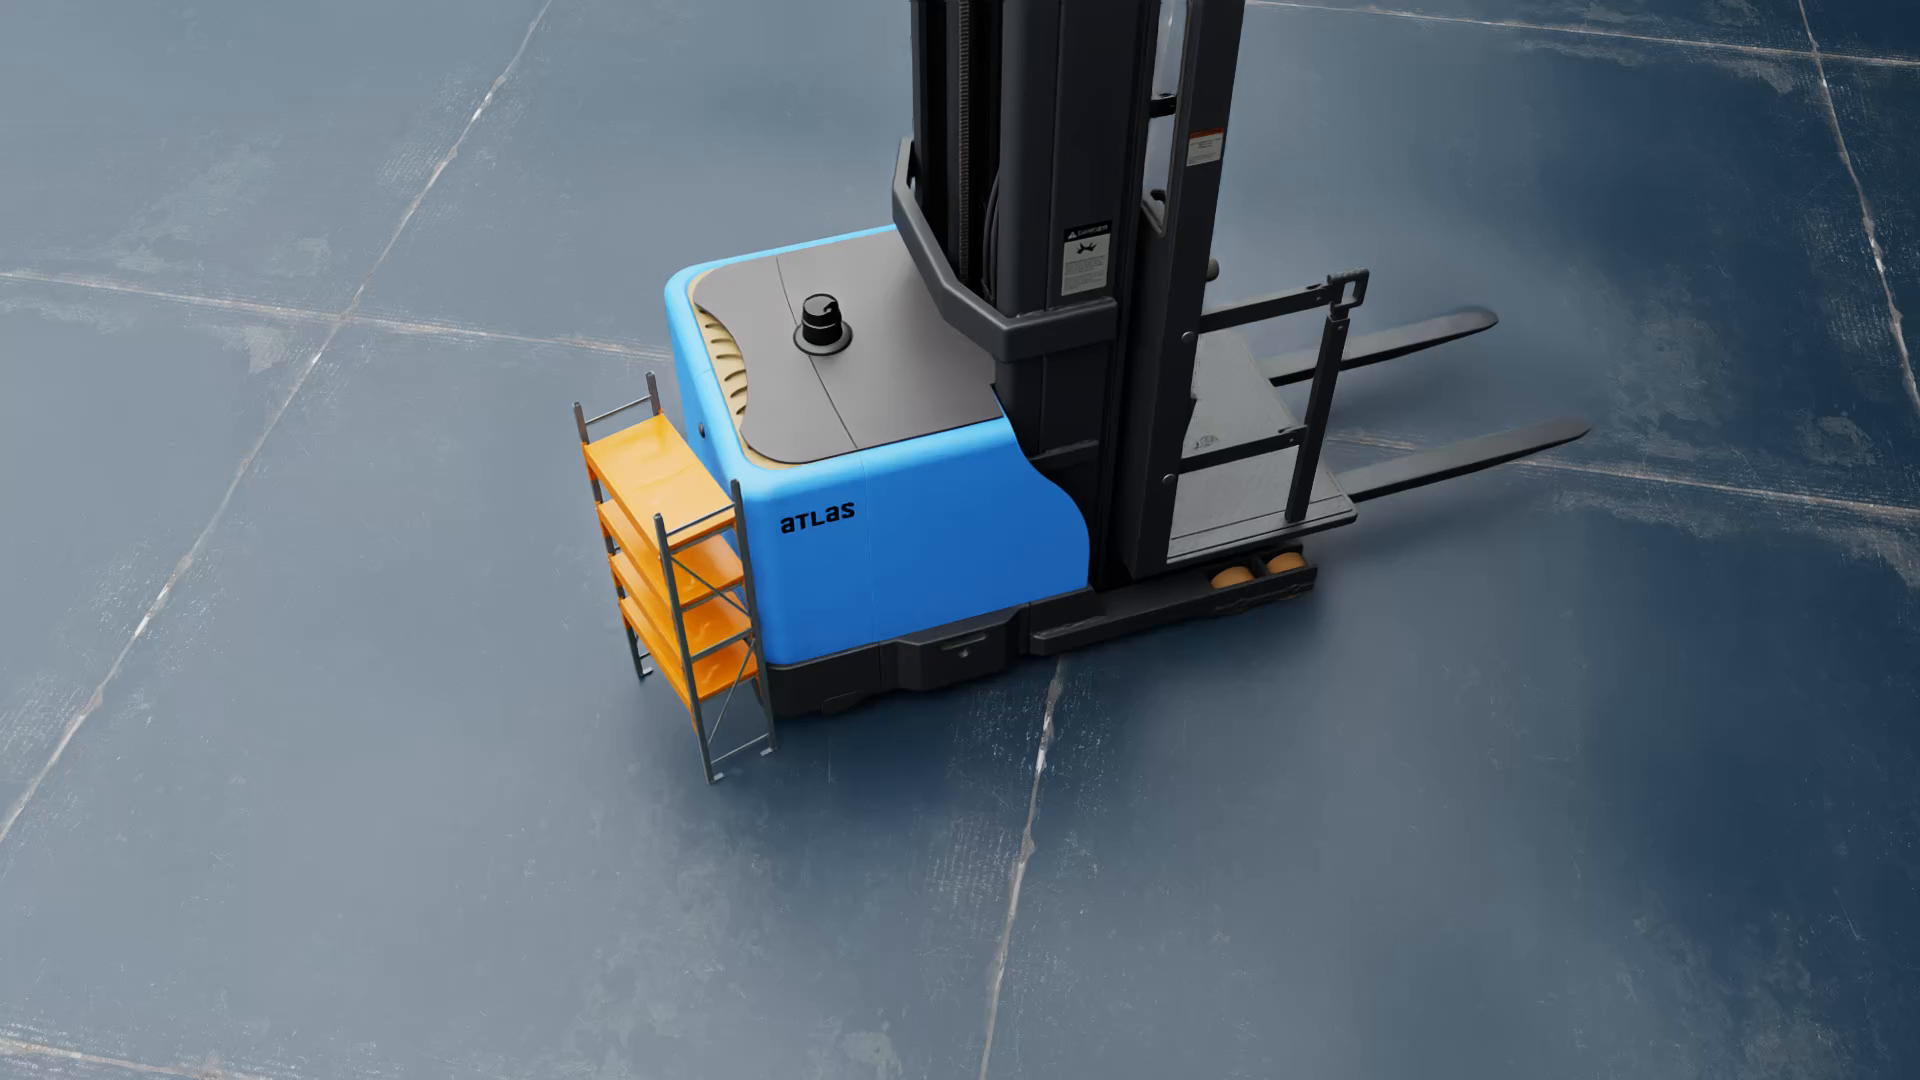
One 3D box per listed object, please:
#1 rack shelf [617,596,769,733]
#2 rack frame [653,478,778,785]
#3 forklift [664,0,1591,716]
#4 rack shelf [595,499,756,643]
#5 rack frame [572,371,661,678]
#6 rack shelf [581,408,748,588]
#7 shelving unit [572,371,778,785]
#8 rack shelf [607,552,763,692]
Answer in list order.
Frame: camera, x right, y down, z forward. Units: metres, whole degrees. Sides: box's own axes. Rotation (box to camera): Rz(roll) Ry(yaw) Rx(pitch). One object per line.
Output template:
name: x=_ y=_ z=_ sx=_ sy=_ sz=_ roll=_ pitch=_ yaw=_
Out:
rack shelf: x=-0.805 y=0.320 z=5.013 sx=0.258 sy=0.148 sz=0.480 roll=-26 pitch=53 yaw=-22
rack frame: x=-0.671 y=0.294 z=4.680 sx=0.240 sy=1.200 sz=0.015 roll=-26 pitch=53 yaw=-22
forklift: x=0.663 y=-1.093 z=4.762 sx=3.031 sy=2.935 sz=1.130 roll=-14 pitch=50 yaw=-12
rack shelf: x=-0.805 y=0.038 z=4.699 sx=0.258 sy=0.148 sz=0.480 roll=-26 pitch=53 yaw=-22
rack frame: x=-0.939 y=-0.009 z=4.952 sx=0.240 sy=1.200 sz=0.015 roll=-26 pitch=53 yaw=-22
rack shelf: x=-0.805 y=-0.121 z=4.523 sx=0.258 sy=0.148 sz=0.480 roll=-26 pitch=53 yaw=-22
shelving unit: x=-0.805 y=0.142 z=4.816 sx=0.258 sy=1.200 sz=0.503 roll=-26 pitch=53 yaw=-22
rack shelf: x=-0.805 y=0.187 z=4.866 sx=0.258 sy=0.148 sz=0.480 roll=-26 pitch=53 yaw=-22
